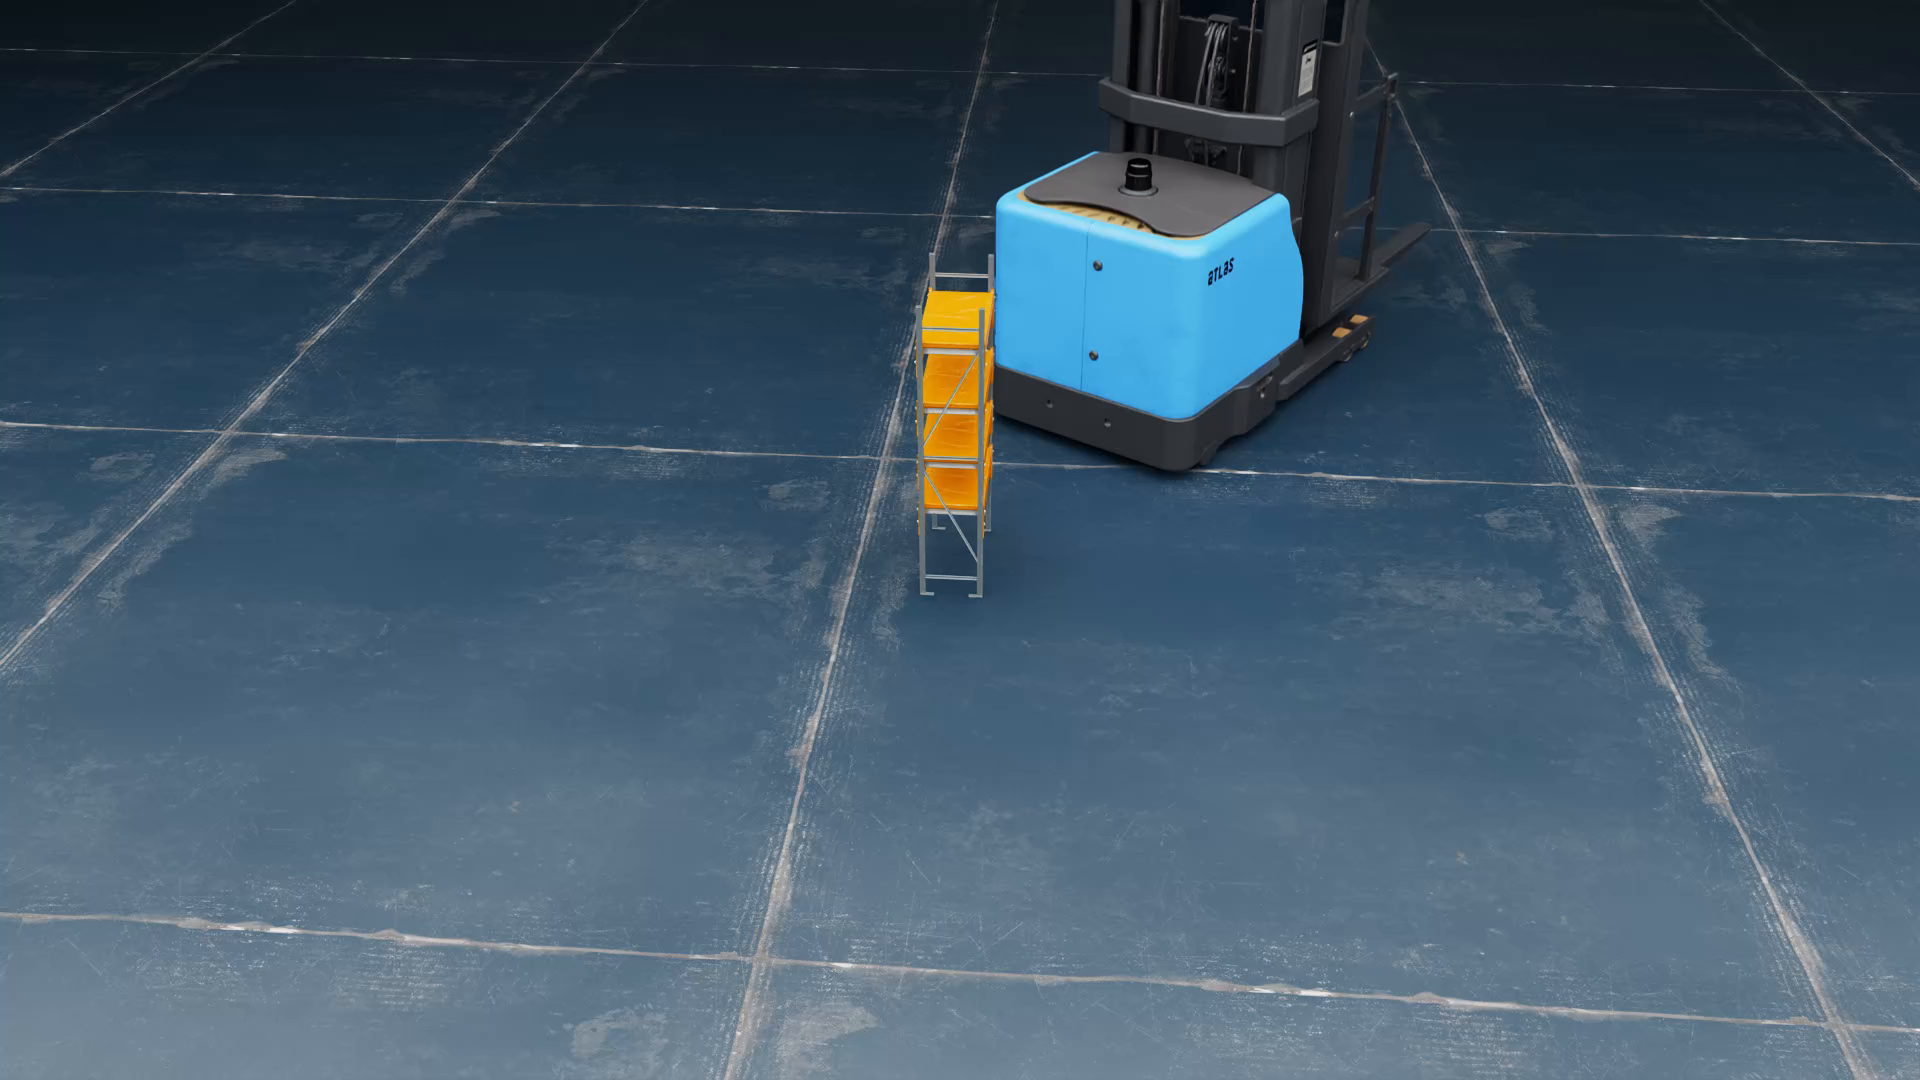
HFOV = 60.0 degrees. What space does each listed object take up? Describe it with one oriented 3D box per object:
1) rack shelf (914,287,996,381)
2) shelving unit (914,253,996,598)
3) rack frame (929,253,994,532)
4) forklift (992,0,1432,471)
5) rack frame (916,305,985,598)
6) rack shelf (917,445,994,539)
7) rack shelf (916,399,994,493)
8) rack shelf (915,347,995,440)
[{"bbox_3d":[-0.013,-0.759,6.089,0.258,0.148,0.480,2,32,4],"label":"rack shelf"},{"bbox_3d":[-0.013,-0.424,6.295,0.258,1.200,0.503,2,32,4],"label":"shelving unit"},{"bbox_3d":[0.006,-0.552,6.502,0.240,1.200,0.015,2,32,4],"label":"rack frame"},{"bbox_3d":[1.421,-2.261,7.625,1.130,2.935,3.031,21,38,31],"label":"forklift"},{"bbox_3d":[-0.033,-0.297,6.088,0.240,1.200,0.015,2,32,4],"label":"rack frame"},{"bbox_3d":[-0.013,-0.198,6.434,0.258,0.148,0.480,2,32,4],"label":"rack shelf"},{"bbox_3d":[-0.013,-0.367,6.330,0.258,0.148,0.480,2,32,4],"label":"rack shelf"},{"bbox_3d":[-0.013,-0.557,6.213,0.258,0.148,0.480,2,32,4],"label":"rack shelf"}]
